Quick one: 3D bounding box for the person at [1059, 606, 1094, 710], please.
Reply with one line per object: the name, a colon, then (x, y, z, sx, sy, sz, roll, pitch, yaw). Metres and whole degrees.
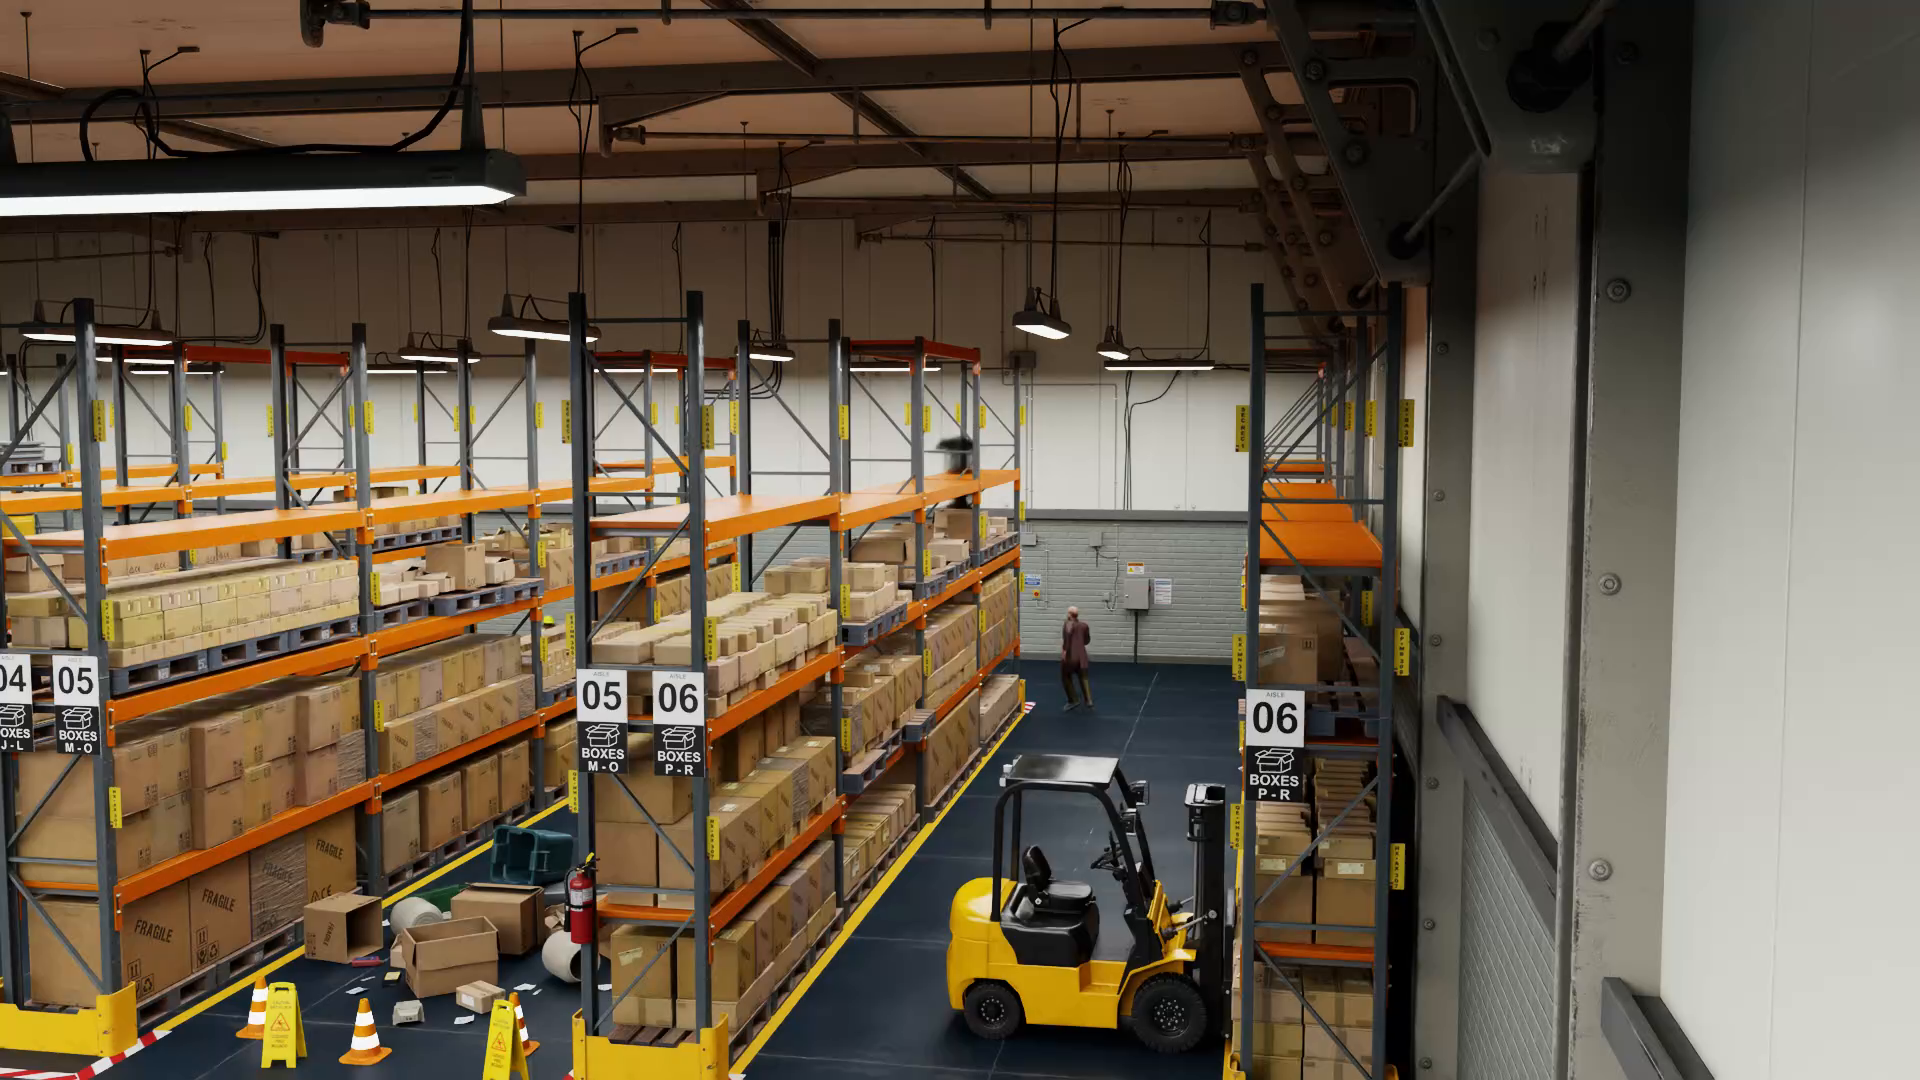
person: (2.004, 2.038, 28.132, 0.688, 1.793, 0.858, -2, 5, -26)

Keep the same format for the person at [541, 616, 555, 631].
person: (-6.893, 2.091, 27.853, 0.704, 1.683, 0.709, 0, 5, -5)
